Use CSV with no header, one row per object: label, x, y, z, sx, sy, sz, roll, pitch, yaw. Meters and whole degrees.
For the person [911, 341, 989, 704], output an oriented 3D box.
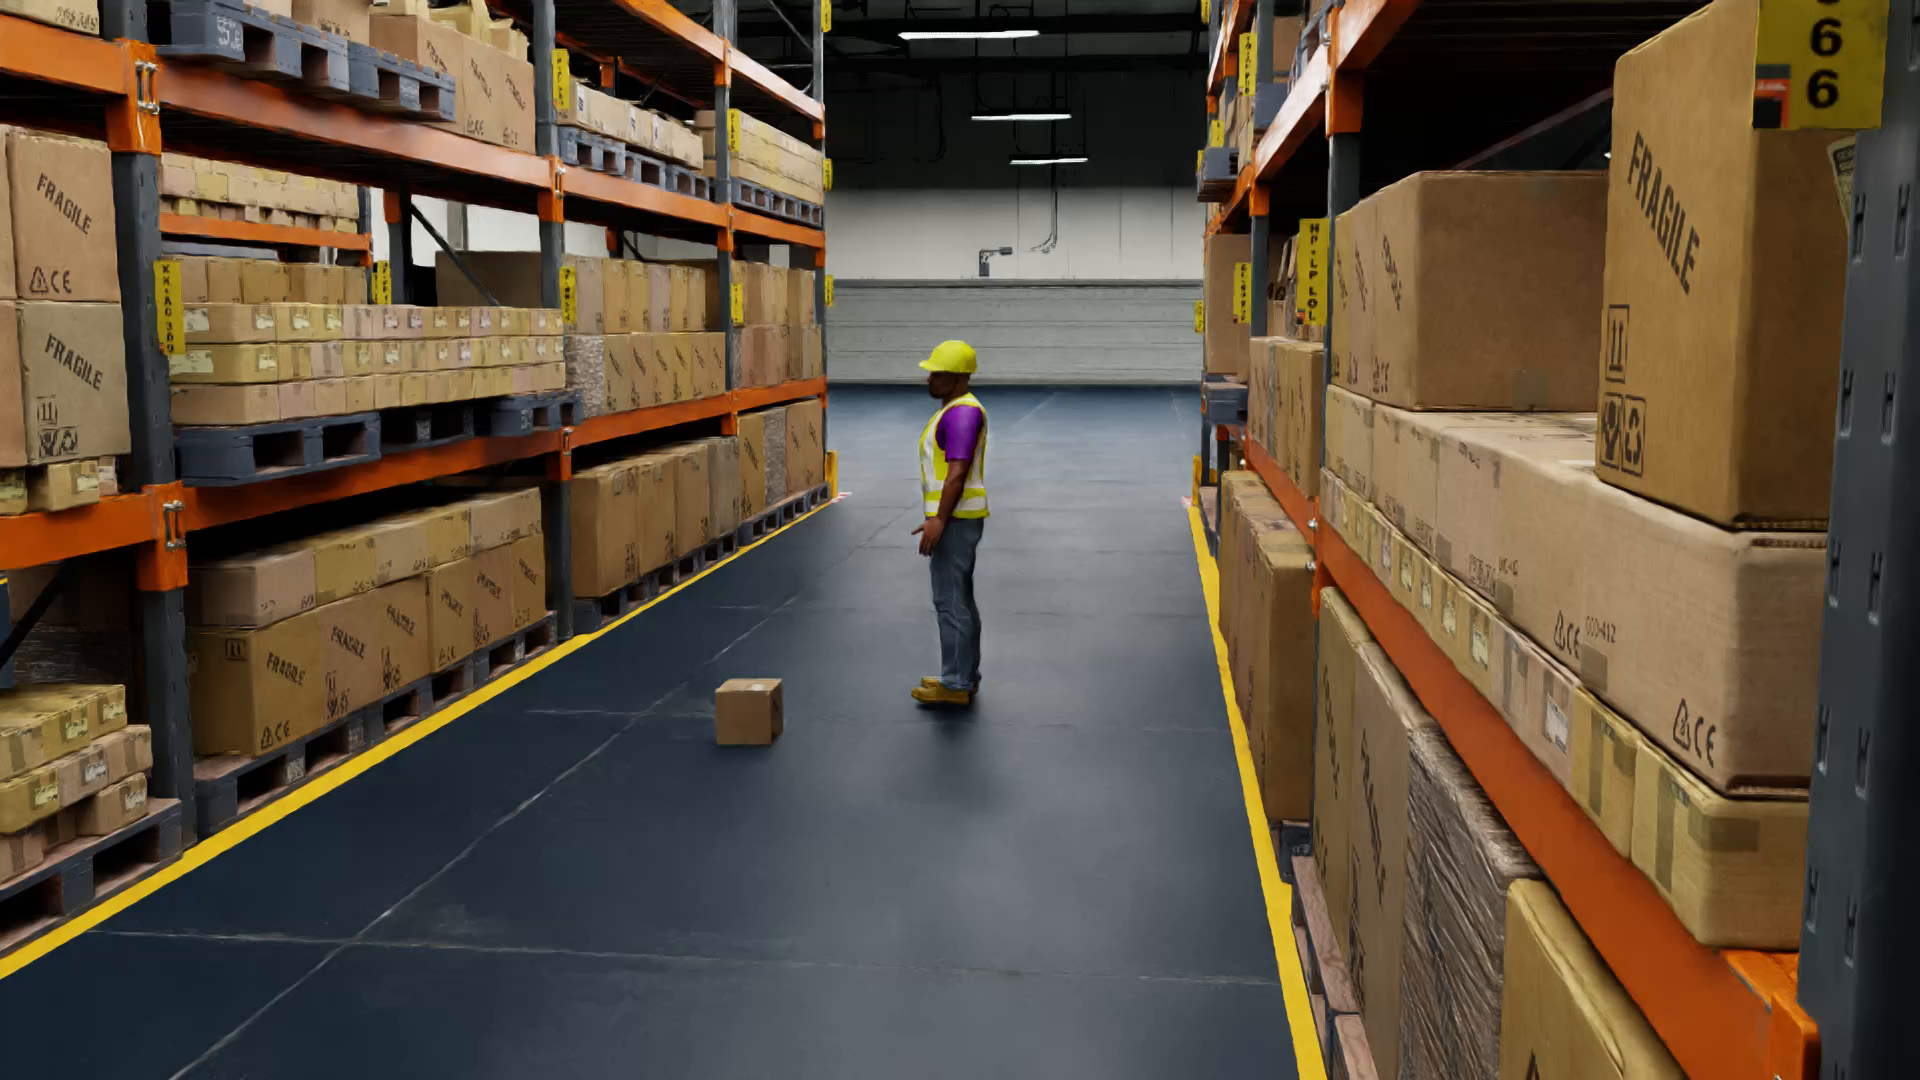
person,-0.049,-0.090,8.186,0.385,1.772,0.627,0,8,1
